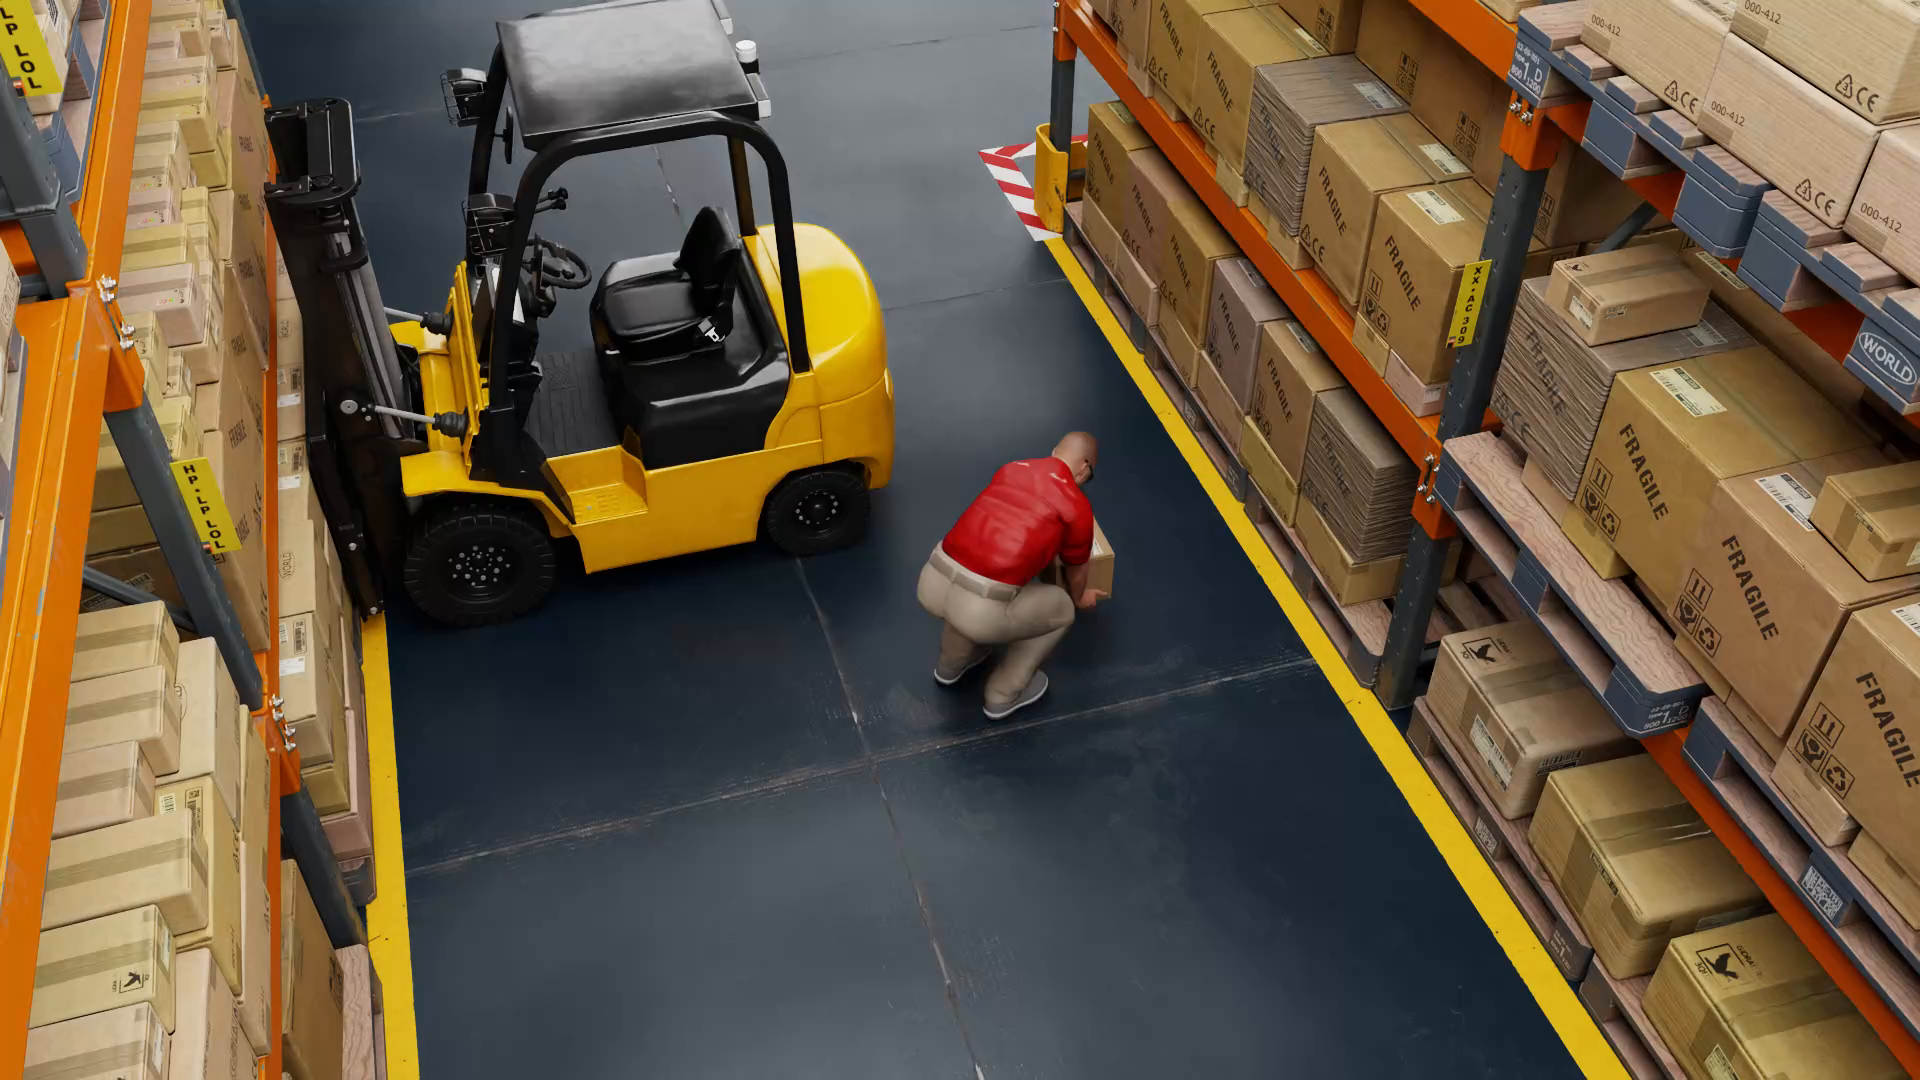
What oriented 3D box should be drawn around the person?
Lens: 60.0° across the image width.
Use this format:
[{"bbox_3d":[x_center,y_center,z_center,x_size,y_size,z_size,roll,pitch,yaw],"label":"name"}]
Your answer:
[{"bbox_3d":[0.238,0.135,6.597,0.544,0.967,0.965,31,51,30],"label":"person"}]
